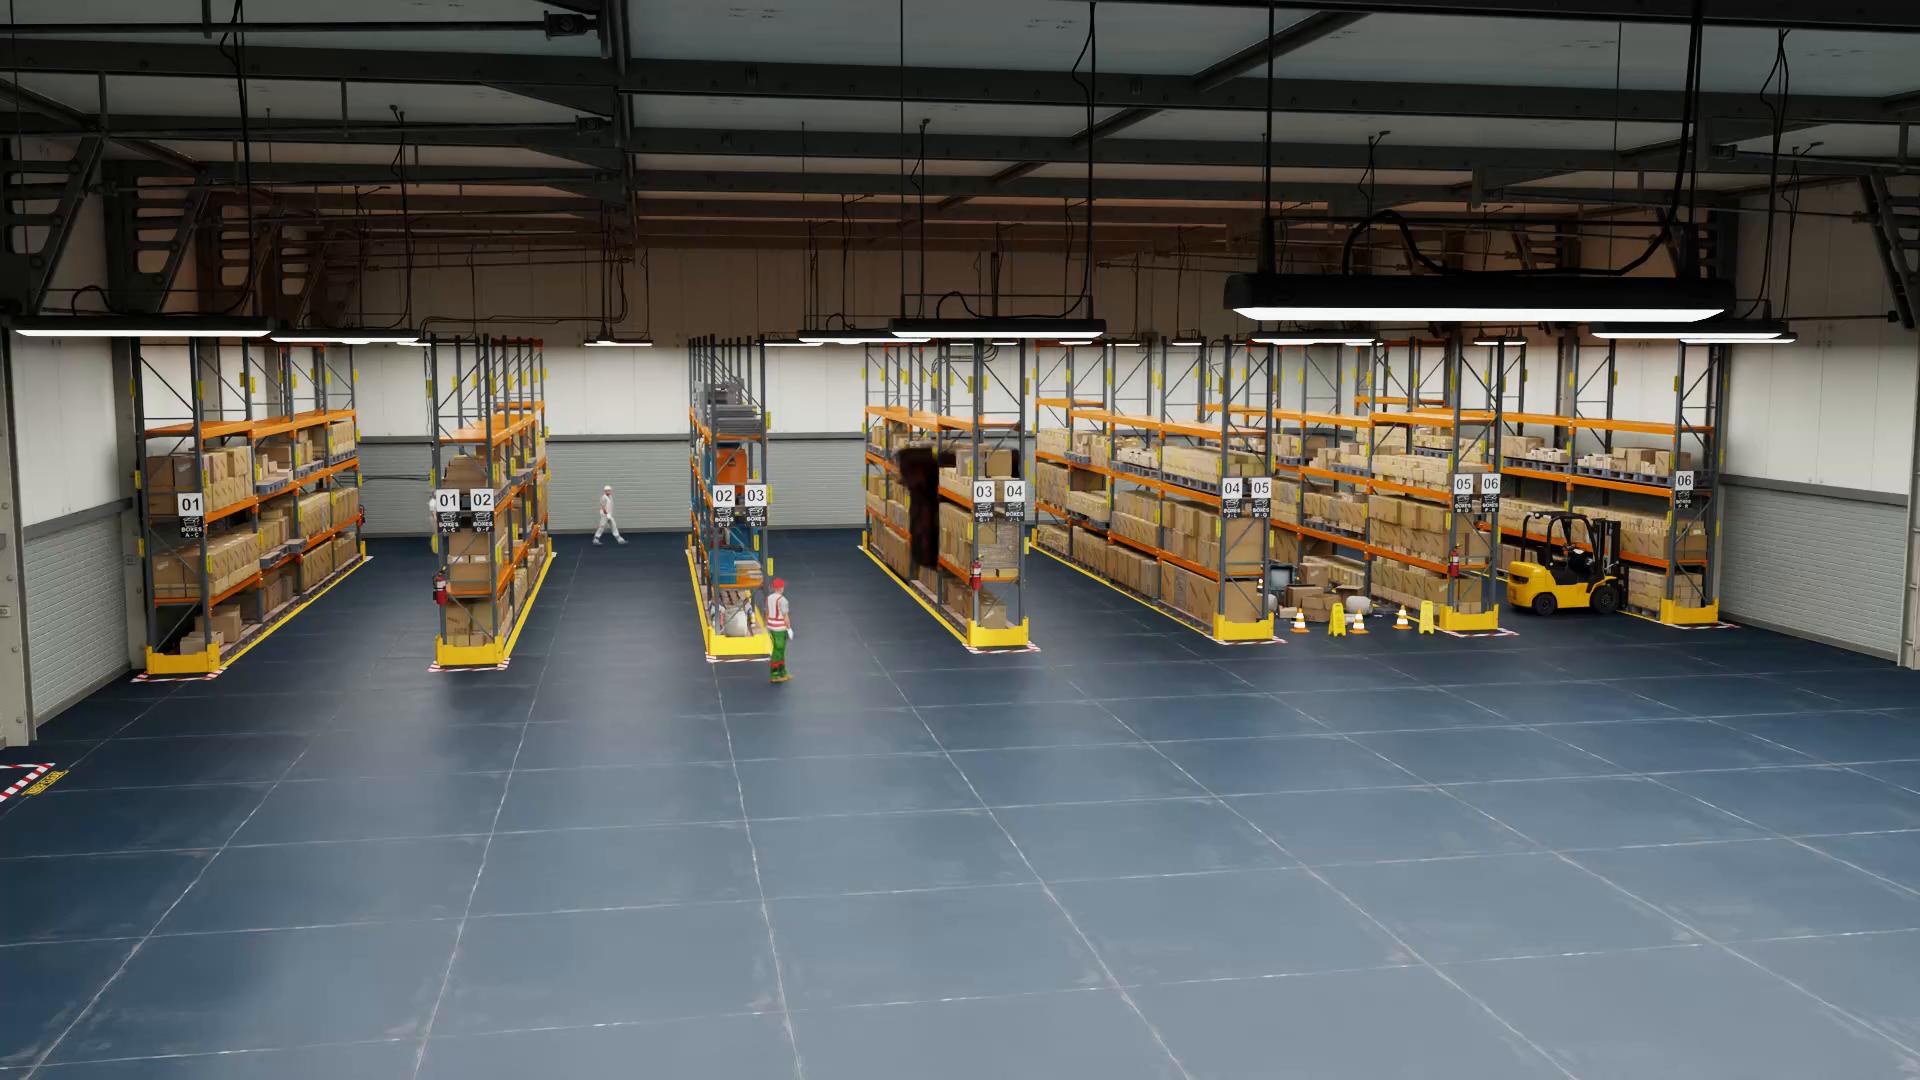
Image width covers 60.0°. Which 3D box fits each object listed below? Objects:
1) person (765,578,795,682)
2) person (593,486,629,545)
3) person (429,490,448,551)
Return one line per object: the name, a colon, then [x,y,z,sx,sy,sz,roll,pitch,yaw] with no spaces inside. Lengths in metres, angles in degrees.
person: [-3.061,1.558,28.743,0.535,1.809,0.599,-3,7,-25]
person: [-10.215,-0.728,48.542,1.028,1.730,0.684,0,7,-3]
person: [-14.743,-0.544,47.040,0.456,1.769,0.553,0,7,-3]
